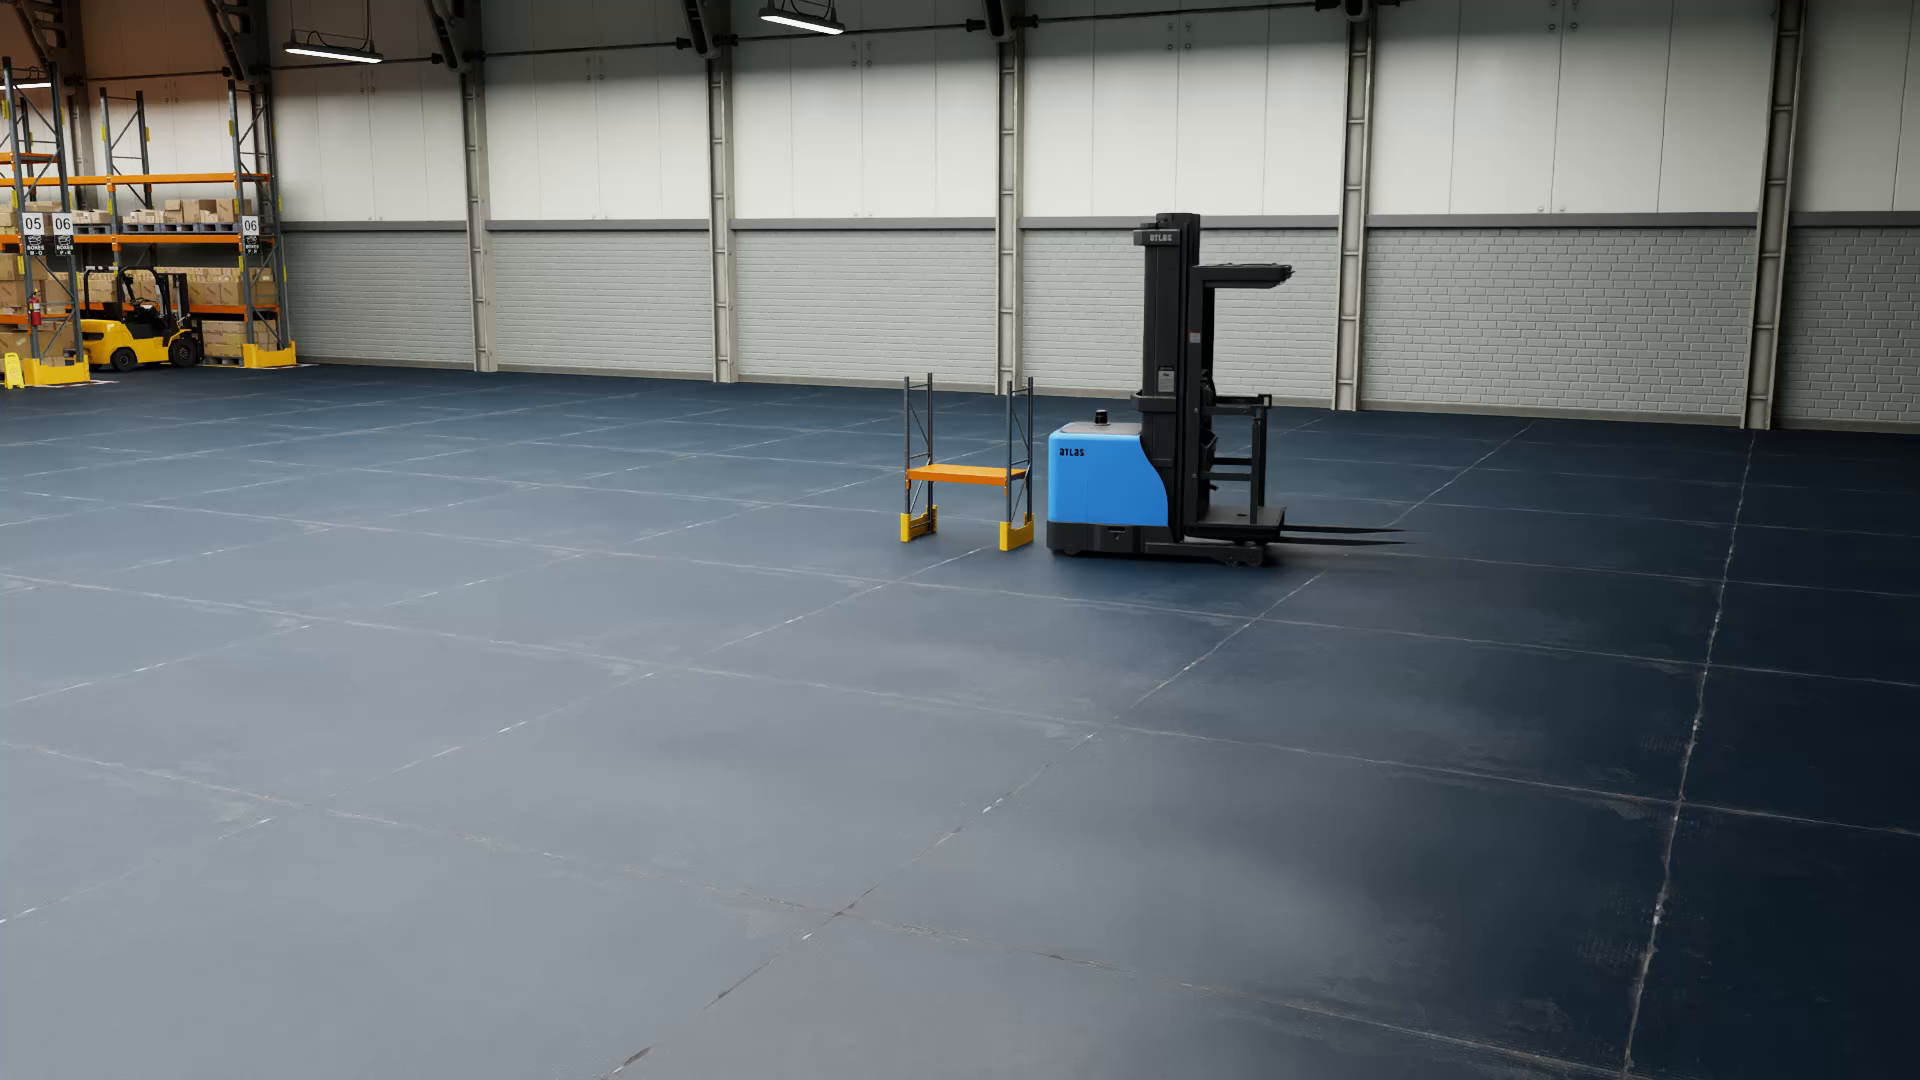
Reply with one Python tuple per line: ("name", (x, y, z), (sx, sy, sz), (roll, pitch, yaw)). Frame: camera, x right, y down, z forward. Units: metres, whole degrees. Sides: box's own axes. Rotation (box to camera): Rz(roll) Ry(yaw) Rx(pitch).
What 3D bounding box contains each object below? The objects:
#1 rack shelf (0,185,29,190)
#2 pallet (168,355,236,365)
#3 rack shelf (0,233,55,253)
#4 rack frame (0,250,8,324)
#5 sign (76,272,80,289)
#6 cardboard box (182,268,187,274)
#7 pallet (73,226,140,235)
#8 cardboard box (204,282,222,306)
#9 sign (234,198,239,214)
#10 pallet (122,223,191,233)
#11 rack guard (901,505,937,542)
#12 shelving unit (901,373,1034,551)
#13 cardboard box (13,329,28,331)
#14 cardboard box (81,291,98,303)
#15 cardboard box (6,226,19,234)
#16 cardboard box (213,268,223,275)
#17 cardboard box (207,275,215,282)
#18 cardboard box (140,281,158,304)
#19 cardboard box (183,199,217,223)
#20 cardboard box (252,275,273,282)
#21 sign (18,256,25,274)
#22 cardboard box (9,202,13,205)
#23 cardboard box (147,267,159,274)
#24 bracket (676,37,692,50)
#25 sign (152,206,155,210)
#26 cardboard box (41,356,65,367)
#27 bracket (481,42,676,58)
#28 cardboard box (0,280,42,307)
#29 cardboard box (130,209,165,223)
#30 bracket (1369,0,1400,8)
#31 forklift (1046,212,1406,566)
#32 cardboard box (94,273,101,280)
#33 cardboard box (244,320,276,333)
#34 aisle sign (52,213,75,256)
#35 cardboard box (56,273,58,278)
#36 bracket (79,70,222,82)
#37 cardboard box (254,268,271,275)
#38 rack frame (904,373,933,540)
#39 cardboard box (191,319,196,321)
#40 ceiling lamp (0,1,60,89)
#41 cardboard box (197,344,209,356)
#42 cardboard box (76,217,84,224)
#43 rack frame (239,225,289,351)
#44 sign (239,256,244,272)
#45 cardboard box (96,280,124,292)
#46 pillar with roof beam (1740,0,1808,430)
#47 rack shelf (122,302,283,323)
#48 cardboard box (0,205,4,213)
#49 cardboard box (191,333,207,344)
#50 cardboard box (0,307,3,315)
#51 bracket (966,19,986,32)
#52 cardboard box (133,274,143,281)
("rack shelf", (-24.020, -8.470, 39.923), (4.000, 0.370, 1.077), (5, 11, 26))
("pallet", (-16.847, -4.058, 37.080), (1.213, 0.211, 1.003), (5, 11, 26))
("rack shelf", (-19.039, -5.767, 32.289), (4.000, 0.370, 1.077), (5, 11, 26))
("rack frame", (-22.227, -5.911, 39.487), (0.127, 3.000, 1.000), (5, 11, 26))
("sign", (-17.005, -5.000, 32.023), (0.005, 0.325, 0.100), (5, 11, 26))
("cardboard box", (-16.845, -5.910, 36.543), (0.250, 0.149, 0.380), (5, 11, 27))
("pallet", (-19.436, -7.045, 37.868), (1.217, 0.209, 0.805), (5, 11, 24))
("cardboard box", (-16.071, -5.369, 36.211), (0.500, 0.500, 0.500), (5, 12, 28))
("sign", (-15.305, -7.068, 35.192), (0.005, 0.325, 0.100), (5, 11, 26))
("pallet", (-17.863, -6.965, 37.137), (1.213, 0.211, 1.003), (5, 11, 26))
("rack guard", (-0.378, -0.156, 15.411), (0.087, 0.250, 0.587), (5, 11, 26))
("shelving unit", (0.068, -0.732, 15.083), (1.083, 1.500, 0.587), (5, 11, 26))
("cardboard box", (-18.339, -3.860, 32.591), (0.500, 0.500, 0.500), (5, 11, 24))
("cardboard box", (-19.661, -5.558, 37.961), (0.500, 0.250, 0.500), (5, 11, 25))
("cardboard box", (-17.689, -5.823, 31.285), (0.250, 0.149, 0.380), (5, 11, 26))
("cardboard box", (-15.948, -5.821, 36.050), (0.250, 0.149, 0.380), (5, 12, 27))
("cardboard box", (-16.152, -5.698, 36.210), (0.250, 0.149, 0.380), (5, 11, 25))
("cardboard box", (-17.883, -5.530, 37.100), (0.500, 0.500, 0.500), (5, 12, 27))
("cardboard box", (-16.431, -7.154, 36.193), (0.500, 0.500, 0.700), (5, 11, 26))
("cardboard box", (-15.242, -5.717, 36.313), (0.250, 0.149, 0.380), (5, 11, 24))
("sign", (-17.509, -5.126, 31.009), (0.005, 0.325, 0.100), (5, 11, 26))
("cardboard box", (-21.685, -7.596, 38.634), (0.500, 0.500, 0.500), (5, 11, 26))
("cardboard box", (-17.792, -5.976, 36.911), (0.250, 0.149, 0.380), (5, 12, 27))
("bracket", (-5.046, -9.233, 30.890), (0.430, 0.232, 0.235), (5, 11, 26))
("sign", (-18.395, -7.454, 37.915), (0.005, 0.325, 0.100), (5, 11, 26))
("cardboard box", (-17.846, -3.449, 32.424), (0.500, 0.250, 0.500), (5, 11, 25))
("bracket", (-7.356, -9.436, 32.012), (4.783, 0.066, 0.076), (5, 11, 26))
("cardboard box", (-17.854, -4.682, 31.579), (0.500, 0.500, 0.500), (5, 11, 25))
("cardboard box", (-18.001, -7.179, 36.862), (0.500, 0.311, 0.500), (5, 12, 27))
("bracket", (6.460, -8.222, 25.304), (0.430, 0.232, 0.235), (5, 11, 26))
("forklift", (2.329, -1.323, 14.333), (3.031, 2.935, 1.130), (3, 11, 14))
("cardboard box", (-19.480, -6.001, 37.881), (0.250, 0.149, 0.380), (5, 11, 26))
("cardboard box", (-15.400, -4.694, 36.498), (0.500, 0.250, 0.500), (5, 11, 25))
("aisle sign", (-17.053, -5.811, 31.637), (0.004, 0.787, 0.394), (5, 11, 26))
("cardboard box", (-20.633, -6.102, 38.441), (0.250, 0.149, 0.380), (5, 11, 26))
("bracket", (-18.118, -10.382, 37.236), (4.783, 0.066, 0.076), (5, 11, 26))
("cardboard box", (-15.259, -5.856, 36.245), (0.250, 0.149, 0.380), (5, 11, 25))
("rack frame", (-0.379, -0.771, 15.301), (0.032, 1.500, 0.500), (5, 11, 26))
("cardboard box", (-16.972, -4.731, 36.703), (0.500, 0.250, 0.500), (5, 11, 25))
("ceiling lamp", (-19.488, -11.058, 34.691), (2.000, 3.185, 0.800), (5, 11, 26))
("cardboard box", (-16.500, -4.202, 36.587), (0.500, 0.250, 0.500), (5, 11, 26))
("cardboard box", (-19.760, -7.242, 37.665), (0.250, 0.149, 0.380), (5, 11, 26))
("rack frame", (-15.052, -5.280, 36.003), (0.127, 3.000, 1.000), (5, 11, 26))
("sign", (-15.305, -5.881, 35.406), (0.005, 0.325, 0.100), (5, 11, 26))
("cardboard box", (-19.193, -5.766, 37.702), (0.500, 0.250, 0.500), (5, 11, 25))
("pillar with roof beam", (9.721, -5.380, 19.707), (0.400, 9.000, 9.100), (5, 11, 26))
("rack shelf", (-16.846, -5.084, 36.938), (4.000, 0.370, 1.077), (5, 11, 26))
("cardboard box", (-17.894, -6.238, 31.339), (0.250, 0.149, 0.380), (5, 12, 27))
("cardboard box", (-16.544, -4.447, 36.537), (0.500, 0.250, 0.500), (5, 11, 25))
("cardboard box", (-18.172, -4.385, 31.761), (0.250, 0.149, 0.380), (5, 11, 25))
("bracket", (0.335, -8.760, 28.277), (0.430, 0.232, 0.235), (5, 11, 26))
("cardboard box", (-18.237, -5.877, 37.196), (0.250, 0.149, 0.380), (5, 12, 27))
